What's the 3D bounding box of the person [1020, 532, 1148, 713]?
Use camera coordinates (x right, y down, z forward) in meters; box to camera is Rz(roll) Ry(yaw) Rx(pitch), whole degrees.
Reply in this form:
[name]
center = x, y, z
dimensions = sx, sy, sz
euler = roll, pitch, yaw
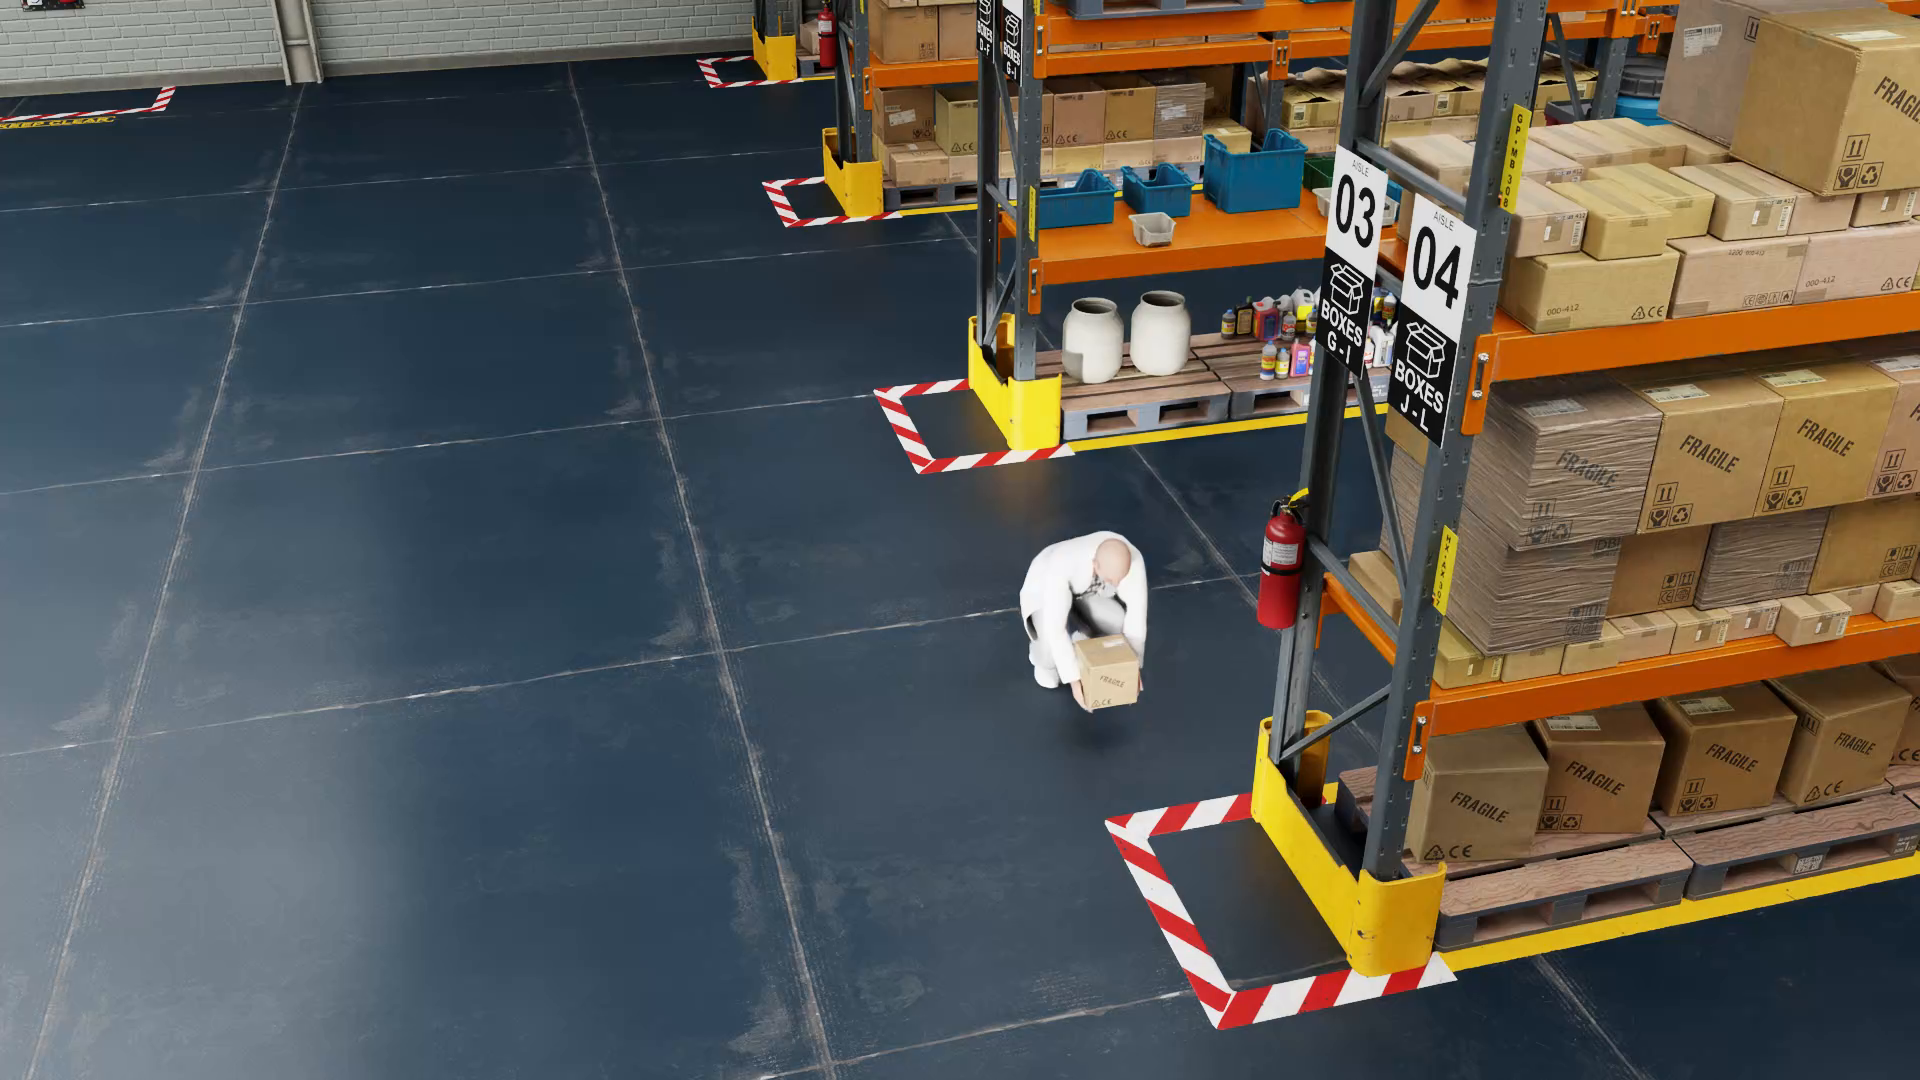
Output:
[person]
center = 0.636, 0.330, 8.478
dimensions = 0.604, 0.994, 0.917
euler = -8, 31, -13
